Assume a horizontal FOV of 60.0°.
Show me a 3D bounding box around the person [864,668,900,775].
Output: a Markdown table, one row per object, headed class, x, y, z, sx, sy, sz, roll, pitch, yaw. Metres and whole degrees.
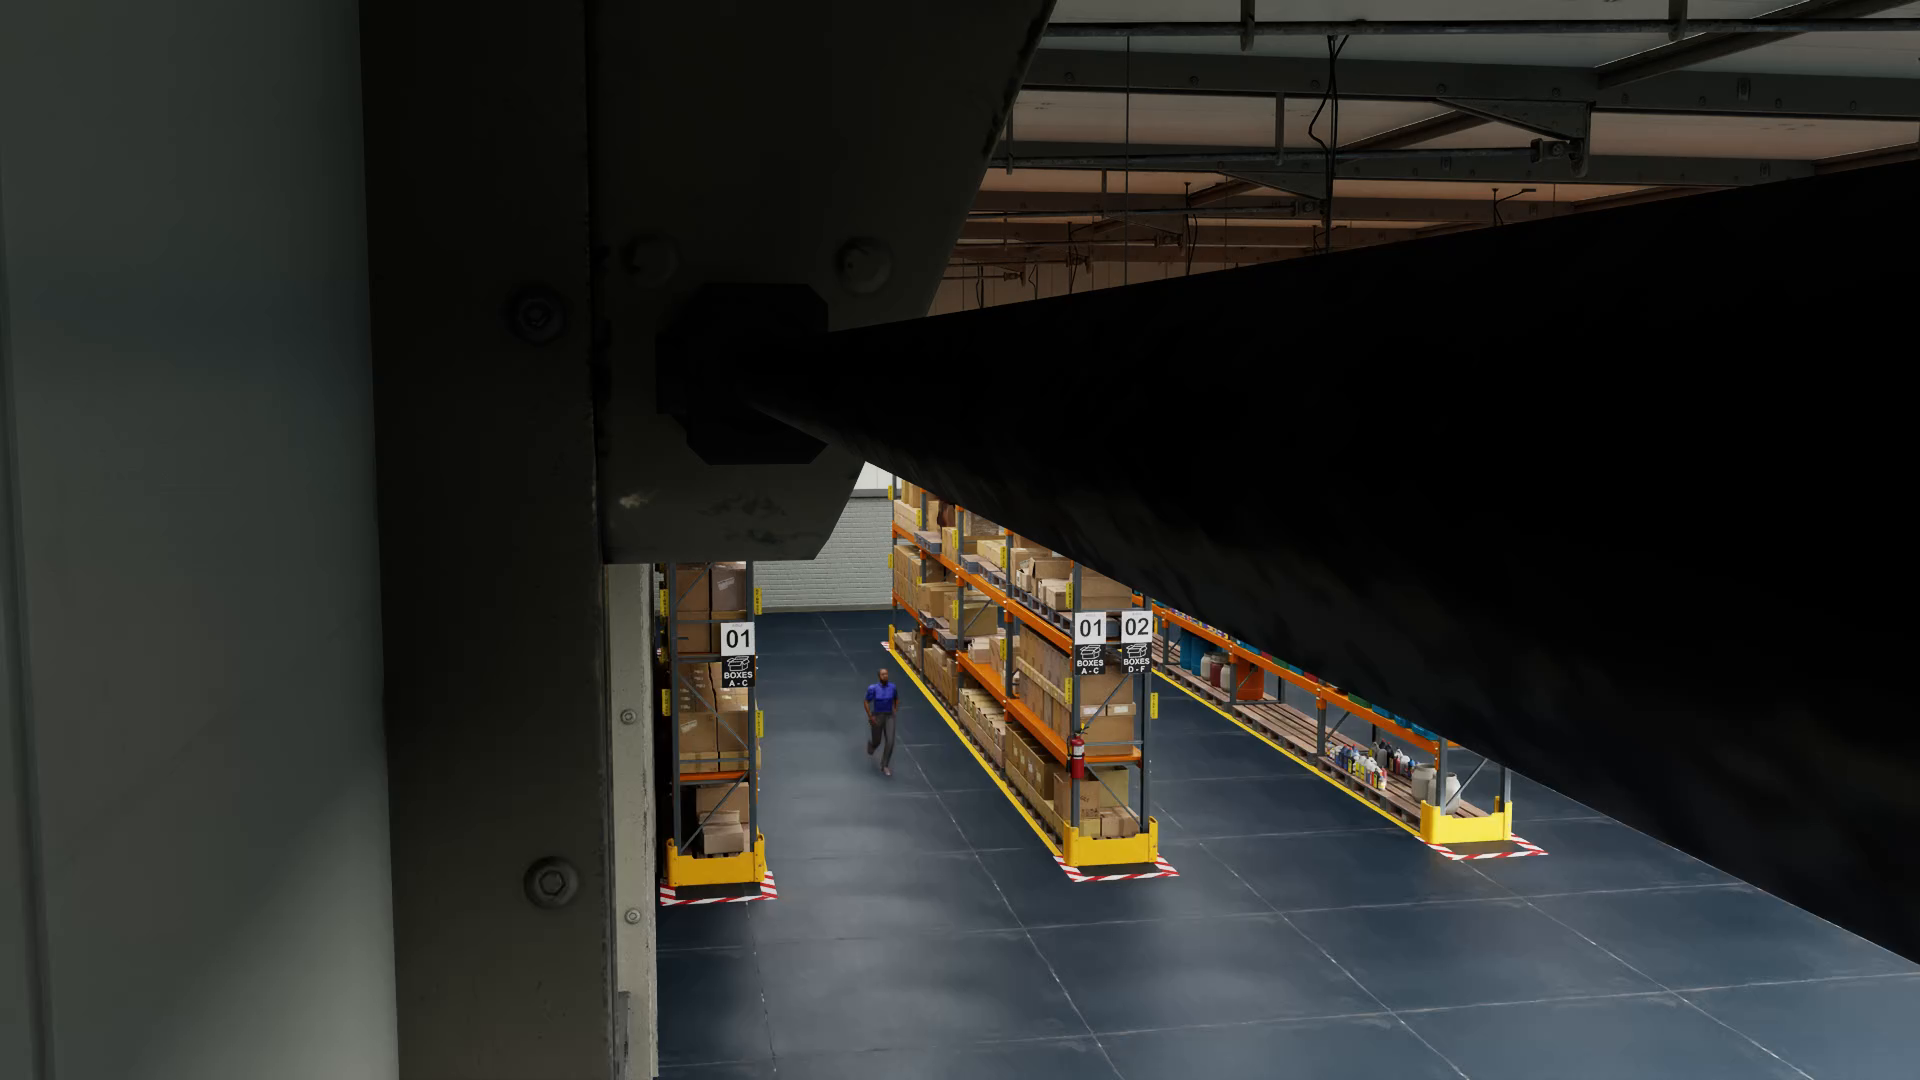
| class | x | y | z | sx | sy | sz | roll | pitch | yaw |
| --- | --- | --- | --- | --- | --- | --- | --- | --- | --- |
| person | -1.196 | 2.777 | 25.744 | 0.573 | 1.603 | 0.742 | -2 | 6 | -14 |
